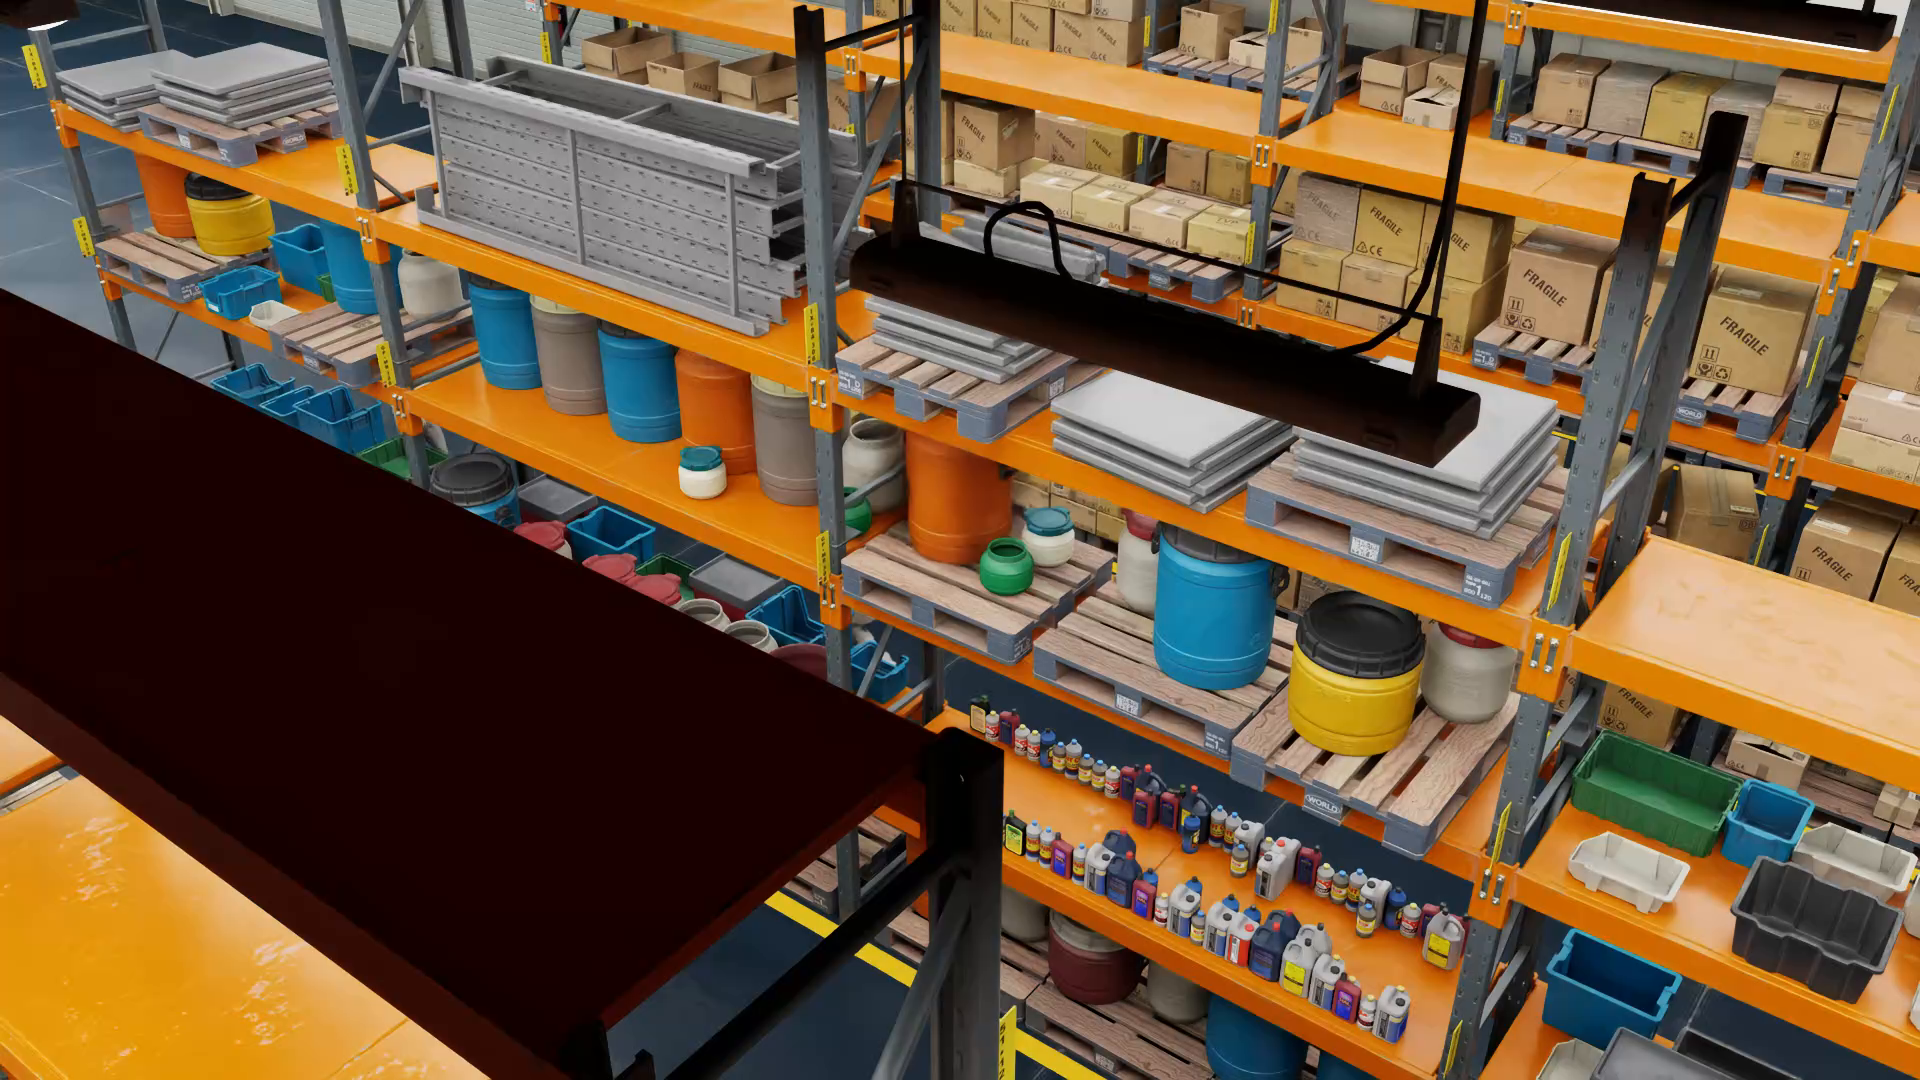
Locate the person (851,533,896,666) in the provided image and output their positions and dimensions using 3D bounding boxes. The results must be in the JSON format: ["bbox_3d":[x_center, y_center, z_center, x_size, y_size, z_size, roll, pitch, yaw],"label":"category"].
[{"bbox_3d":[-0.799,0.294,12.728,0.802,1.681,0.620,13,34,21],"label":"person"}]

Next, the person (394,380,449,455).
[{"bbox_3d":[-5.045,-1.056,15.443,0.592,1.729,0.519,15,34,23],"label":"person"}]
